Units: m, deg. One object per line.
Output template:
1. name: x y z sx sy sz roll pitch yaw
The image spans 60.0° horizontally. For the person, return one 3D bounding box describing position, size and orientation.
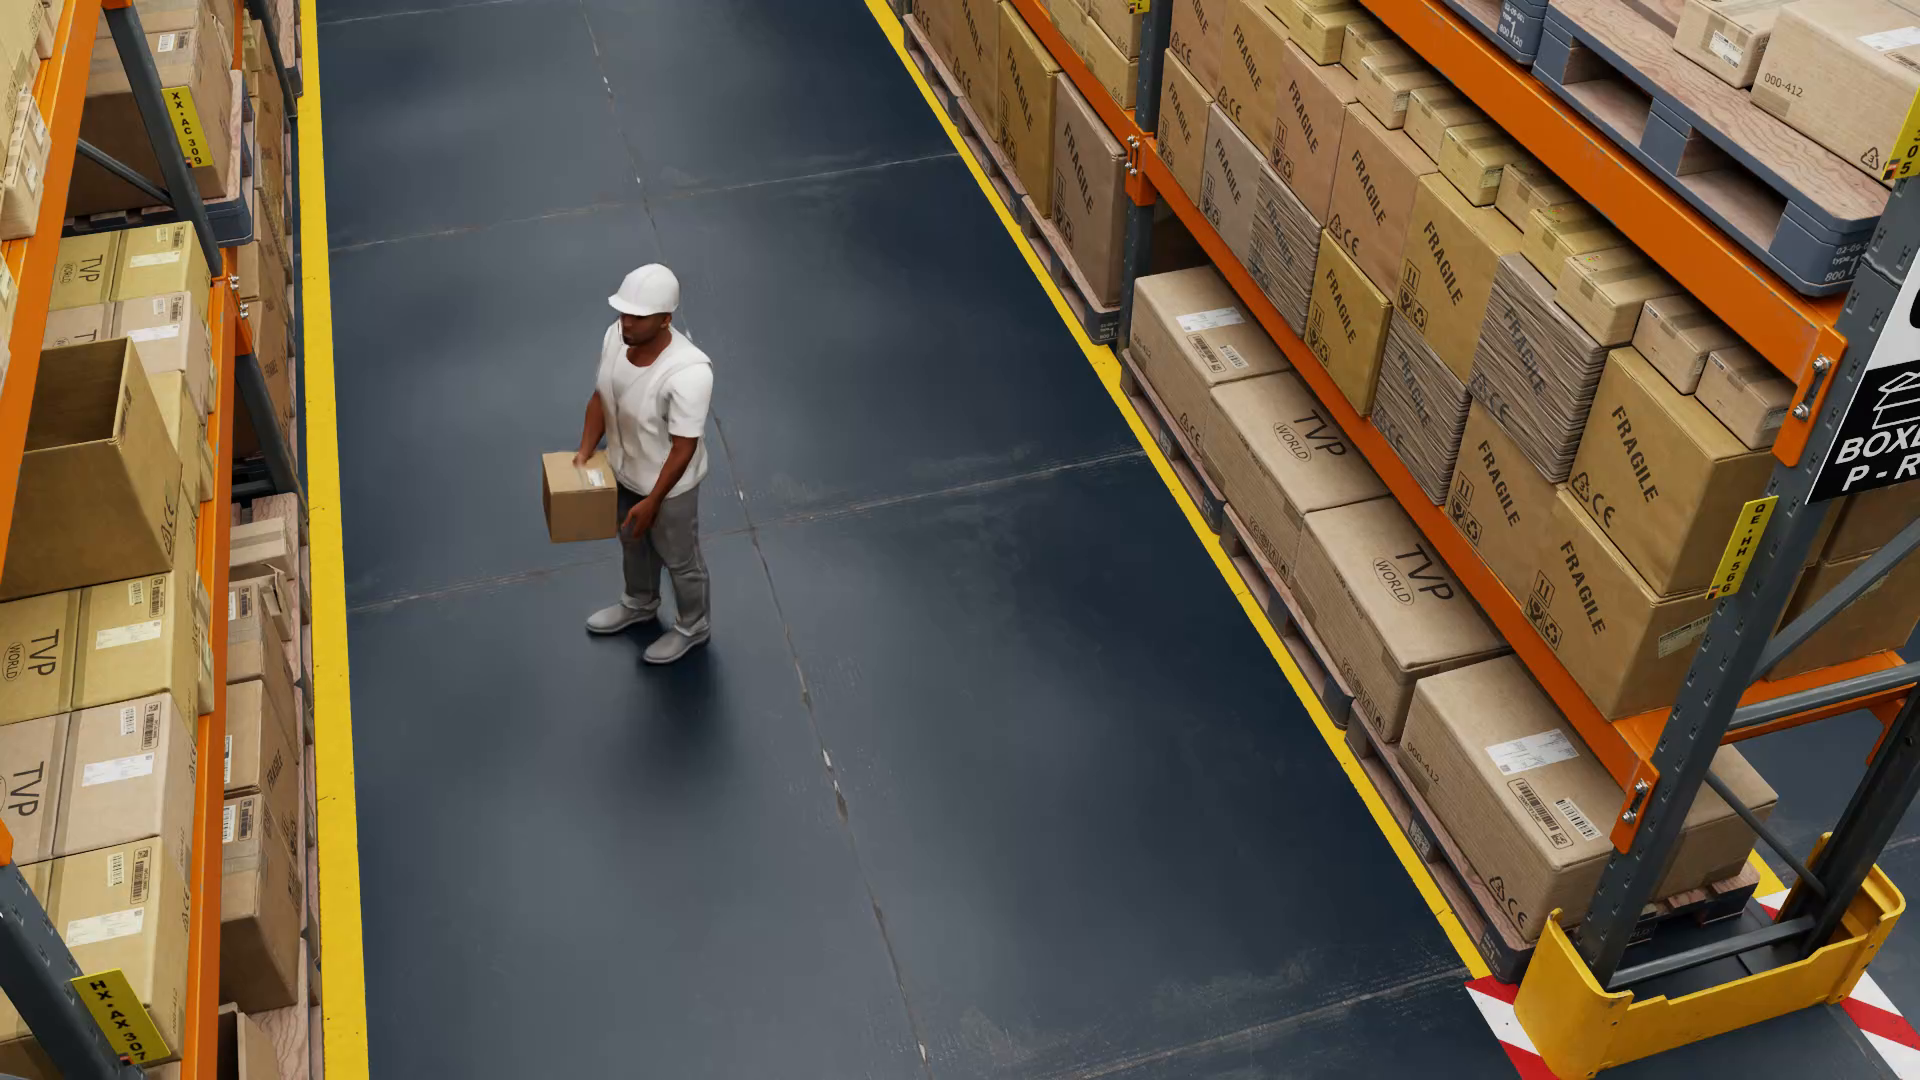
1. person: -1.224 -0.257 6.415 0.604 1.770 0.503 33 51 31
